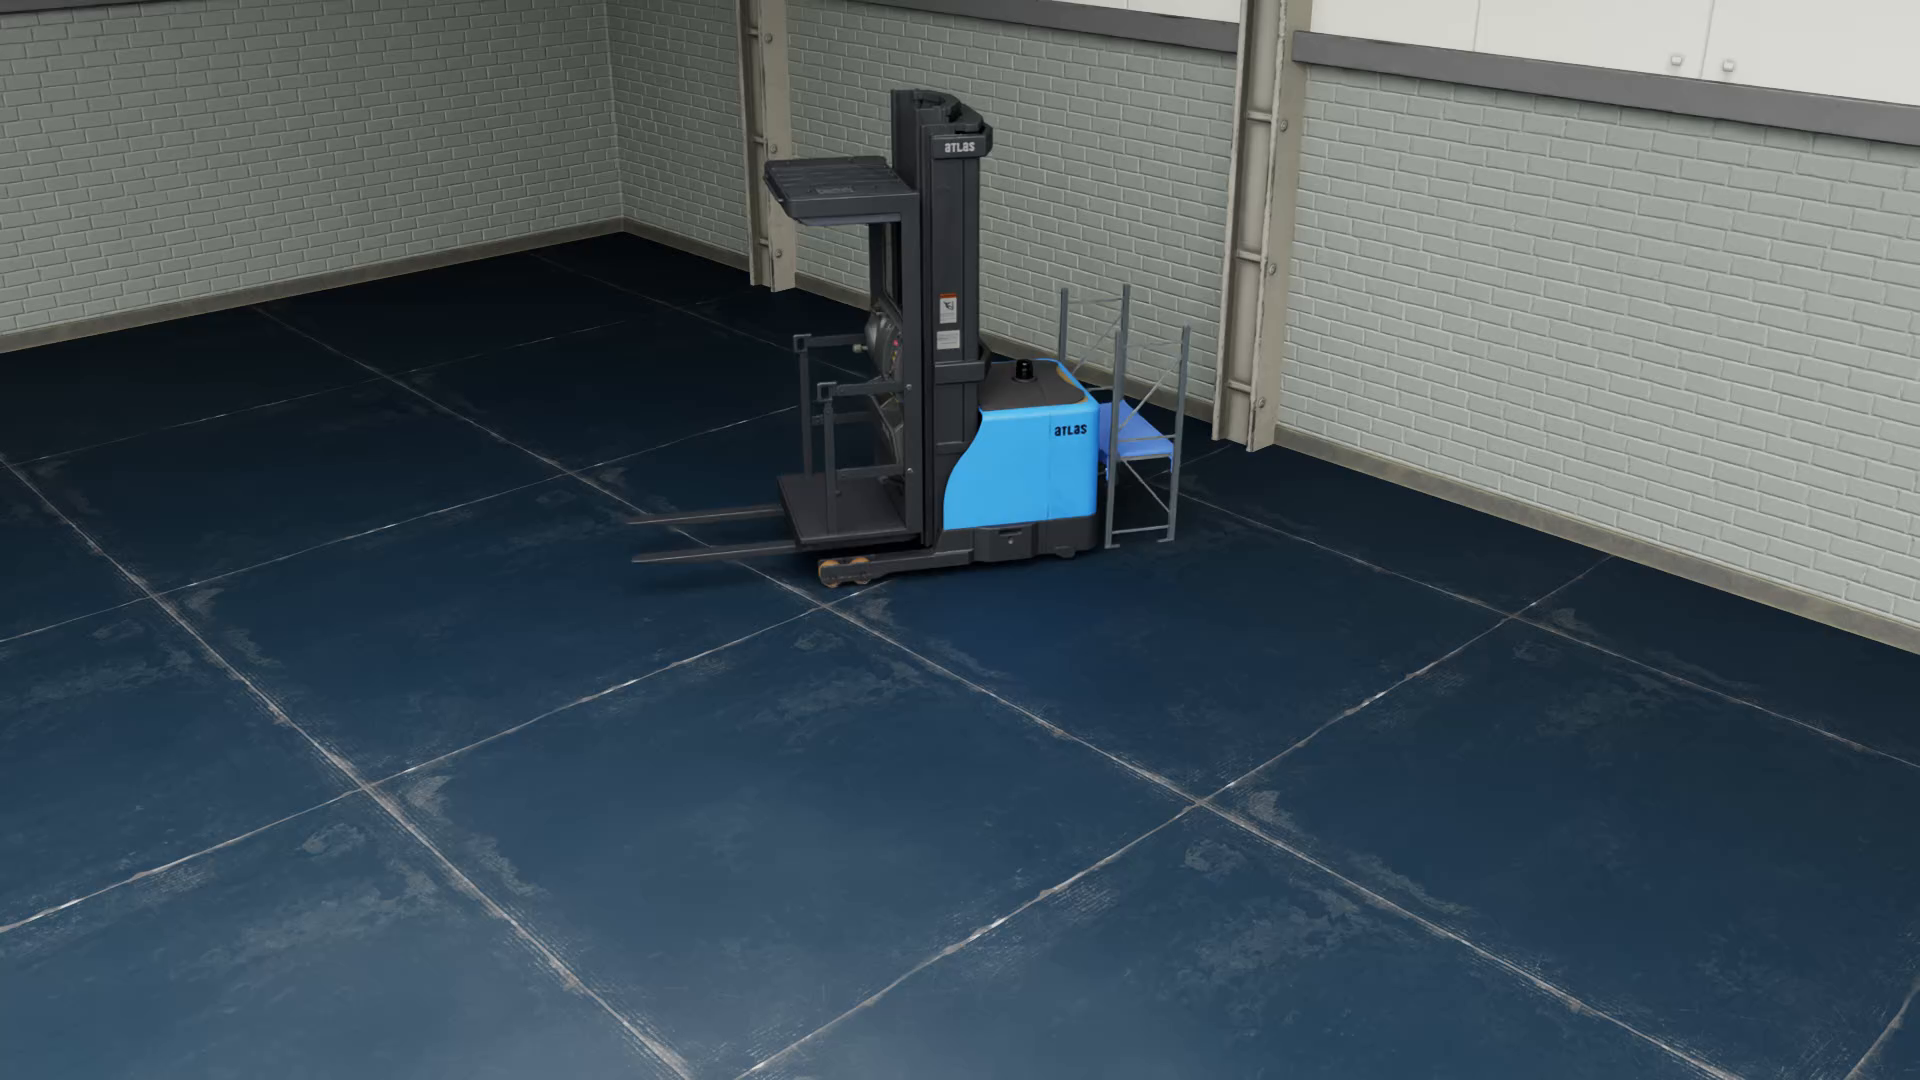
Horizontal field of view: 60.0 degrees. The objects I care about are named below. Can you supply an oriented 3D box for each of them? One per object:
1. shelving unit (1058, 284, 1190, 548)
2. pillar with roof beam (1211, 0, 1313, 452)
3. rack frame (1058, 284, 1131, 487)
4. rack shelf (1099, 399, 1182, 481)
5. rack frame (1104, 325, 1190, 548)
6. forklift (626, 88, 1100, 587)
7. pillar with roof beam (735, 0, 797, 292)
[{"bbox_3d":[1.071,-0.862,11.323,0.538,1.500,1.048,-6,25,-16],"label":"shelving unit"},{"bbox_3d":[-0.936,-3.647,8.402,9.100,9.000,0.400,-21,32,-38],"label":"pillar with roof beam"},{"bbox_3d":[0.926,-1.064,11.766,0.500,1.500,0.032,-6,25,-16],"label":"rack frame"},{"bbox_3d":[1.068,-0.698,11.397,0.538,0.185,1.000,-6,25,-16],"label":"rack shelf"},{"bbox_3d":[1.217,-0.660,10.880,0.500,1.500,0.032,-6,25,-16],"label":"rack frame"},{"bbox_3d":[-0.663,-1.277,10.517,3.031,2.935,1.130,-6,25,-12],"label":"forklift"},{"bbox_3d":[-5.037,-5.465,12.387,9.100,9.000,0.400,-21,32,-38],"label":"pillar with roof beam"}]
